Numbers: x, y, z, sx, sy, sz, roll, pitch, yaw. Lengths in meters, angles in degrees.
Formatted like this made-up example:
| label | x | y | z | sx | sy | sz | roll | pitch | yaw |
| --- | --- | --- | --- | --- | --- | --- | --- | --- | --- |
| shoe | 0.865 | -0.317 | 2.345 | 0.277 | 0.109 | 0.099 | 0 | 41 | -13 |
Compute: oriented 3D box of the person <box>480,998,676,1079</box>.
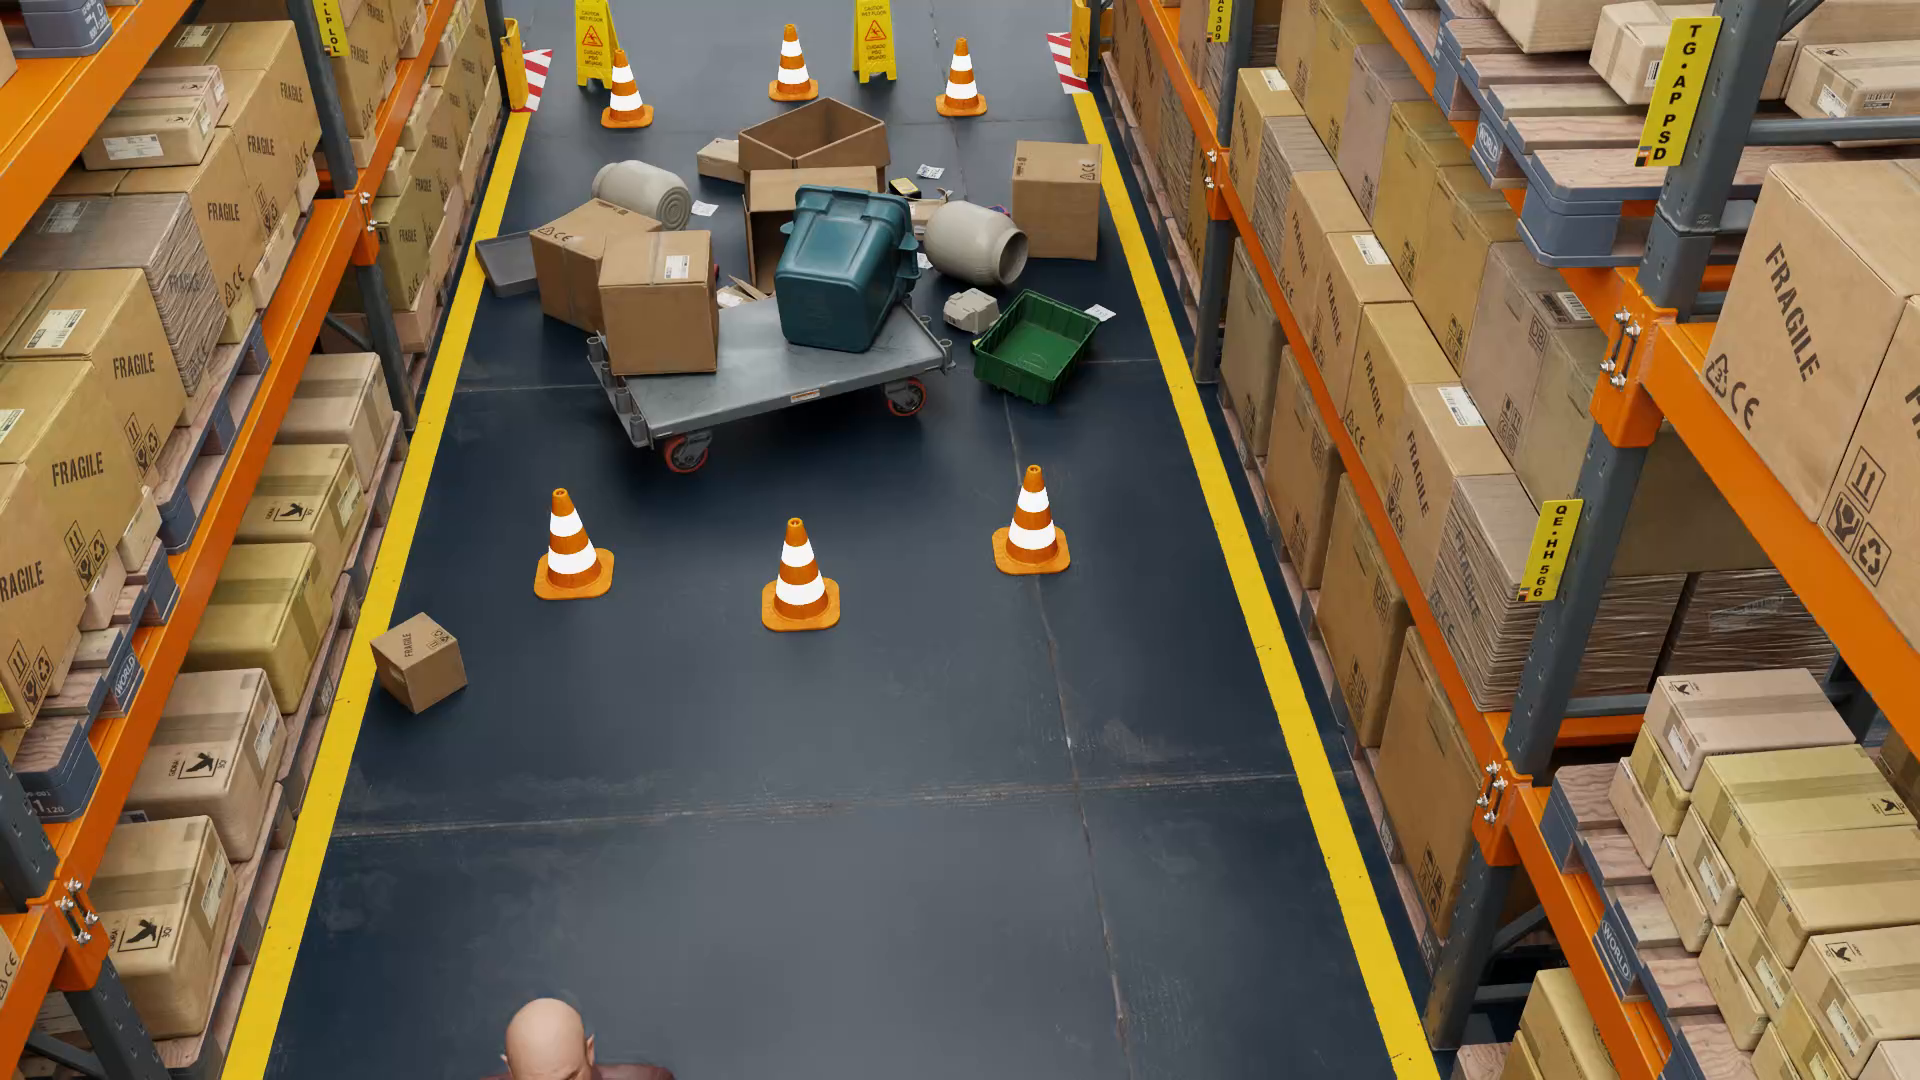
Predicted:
| label | x | y | z | sx | sy | sz | roll | pitch | yaw |
| --- | --- | --- | --- | --- | --- | --- | --- | --- | --- |
| person | -0.893 | 1.754 | 3.966 | 0.574 | 1.727 | 1.101 | -1 | 39 | -2 |
